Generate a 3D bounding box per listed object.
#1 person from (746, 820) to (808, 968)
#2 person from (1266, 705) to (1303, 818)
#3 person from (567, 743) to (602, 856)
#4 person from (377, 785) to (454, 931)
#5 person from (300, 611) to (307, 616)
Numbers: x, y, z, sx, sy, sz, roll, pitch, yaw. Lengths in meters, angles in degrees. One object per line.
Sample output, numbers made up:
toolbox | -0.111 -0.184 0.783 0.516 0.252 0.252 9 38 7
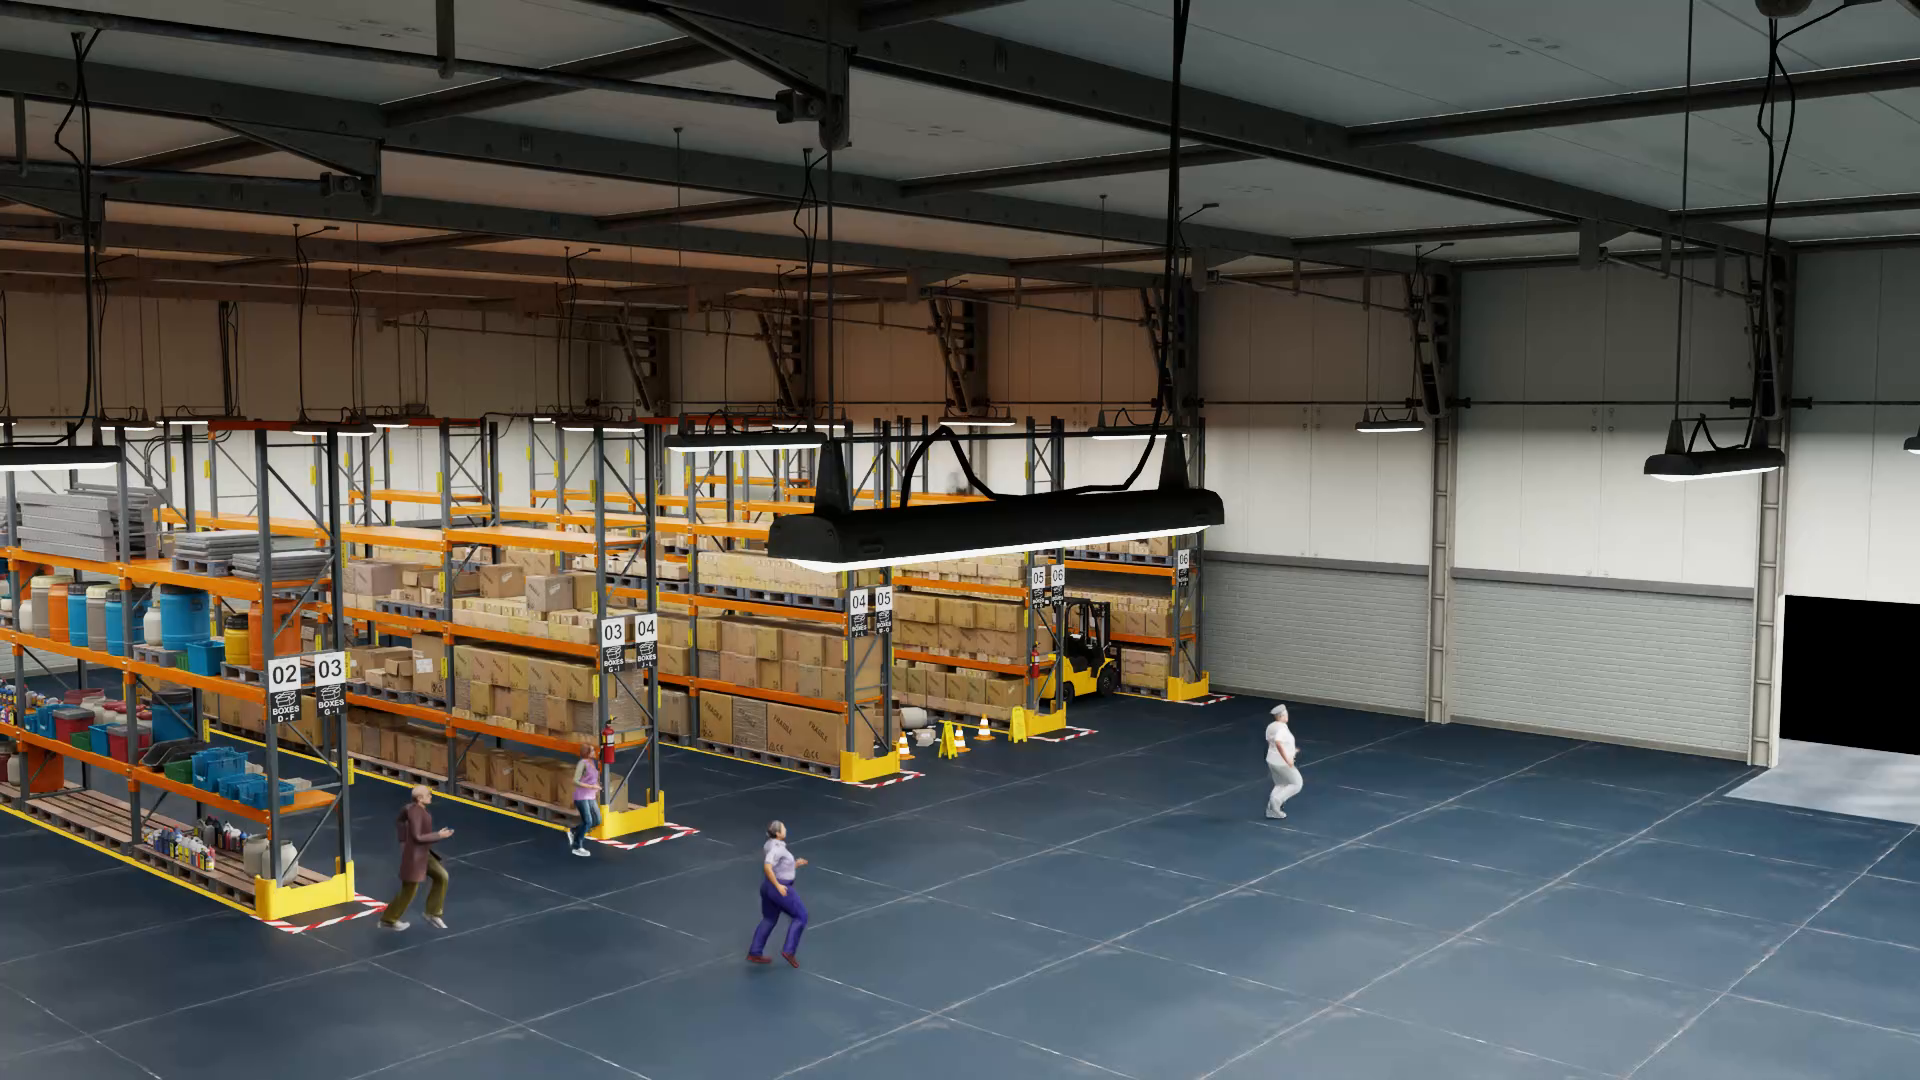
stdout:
person | -2.032 3.973 18.615 0.720 1.698 0.576 -3 6 -31
person | 4.936 3.360 25.265 0.585 1.738 0.656 -2 5 -18
person | -5.231 3.628 23.337 0.570 1.551 0.557 1 5 14
person | -6.485 3.822 19.813 0.903 1.815 0.730 -1 5 -11
person | -14.987 2.414 37.554 0.655 1.654 0.686 0 5 3
